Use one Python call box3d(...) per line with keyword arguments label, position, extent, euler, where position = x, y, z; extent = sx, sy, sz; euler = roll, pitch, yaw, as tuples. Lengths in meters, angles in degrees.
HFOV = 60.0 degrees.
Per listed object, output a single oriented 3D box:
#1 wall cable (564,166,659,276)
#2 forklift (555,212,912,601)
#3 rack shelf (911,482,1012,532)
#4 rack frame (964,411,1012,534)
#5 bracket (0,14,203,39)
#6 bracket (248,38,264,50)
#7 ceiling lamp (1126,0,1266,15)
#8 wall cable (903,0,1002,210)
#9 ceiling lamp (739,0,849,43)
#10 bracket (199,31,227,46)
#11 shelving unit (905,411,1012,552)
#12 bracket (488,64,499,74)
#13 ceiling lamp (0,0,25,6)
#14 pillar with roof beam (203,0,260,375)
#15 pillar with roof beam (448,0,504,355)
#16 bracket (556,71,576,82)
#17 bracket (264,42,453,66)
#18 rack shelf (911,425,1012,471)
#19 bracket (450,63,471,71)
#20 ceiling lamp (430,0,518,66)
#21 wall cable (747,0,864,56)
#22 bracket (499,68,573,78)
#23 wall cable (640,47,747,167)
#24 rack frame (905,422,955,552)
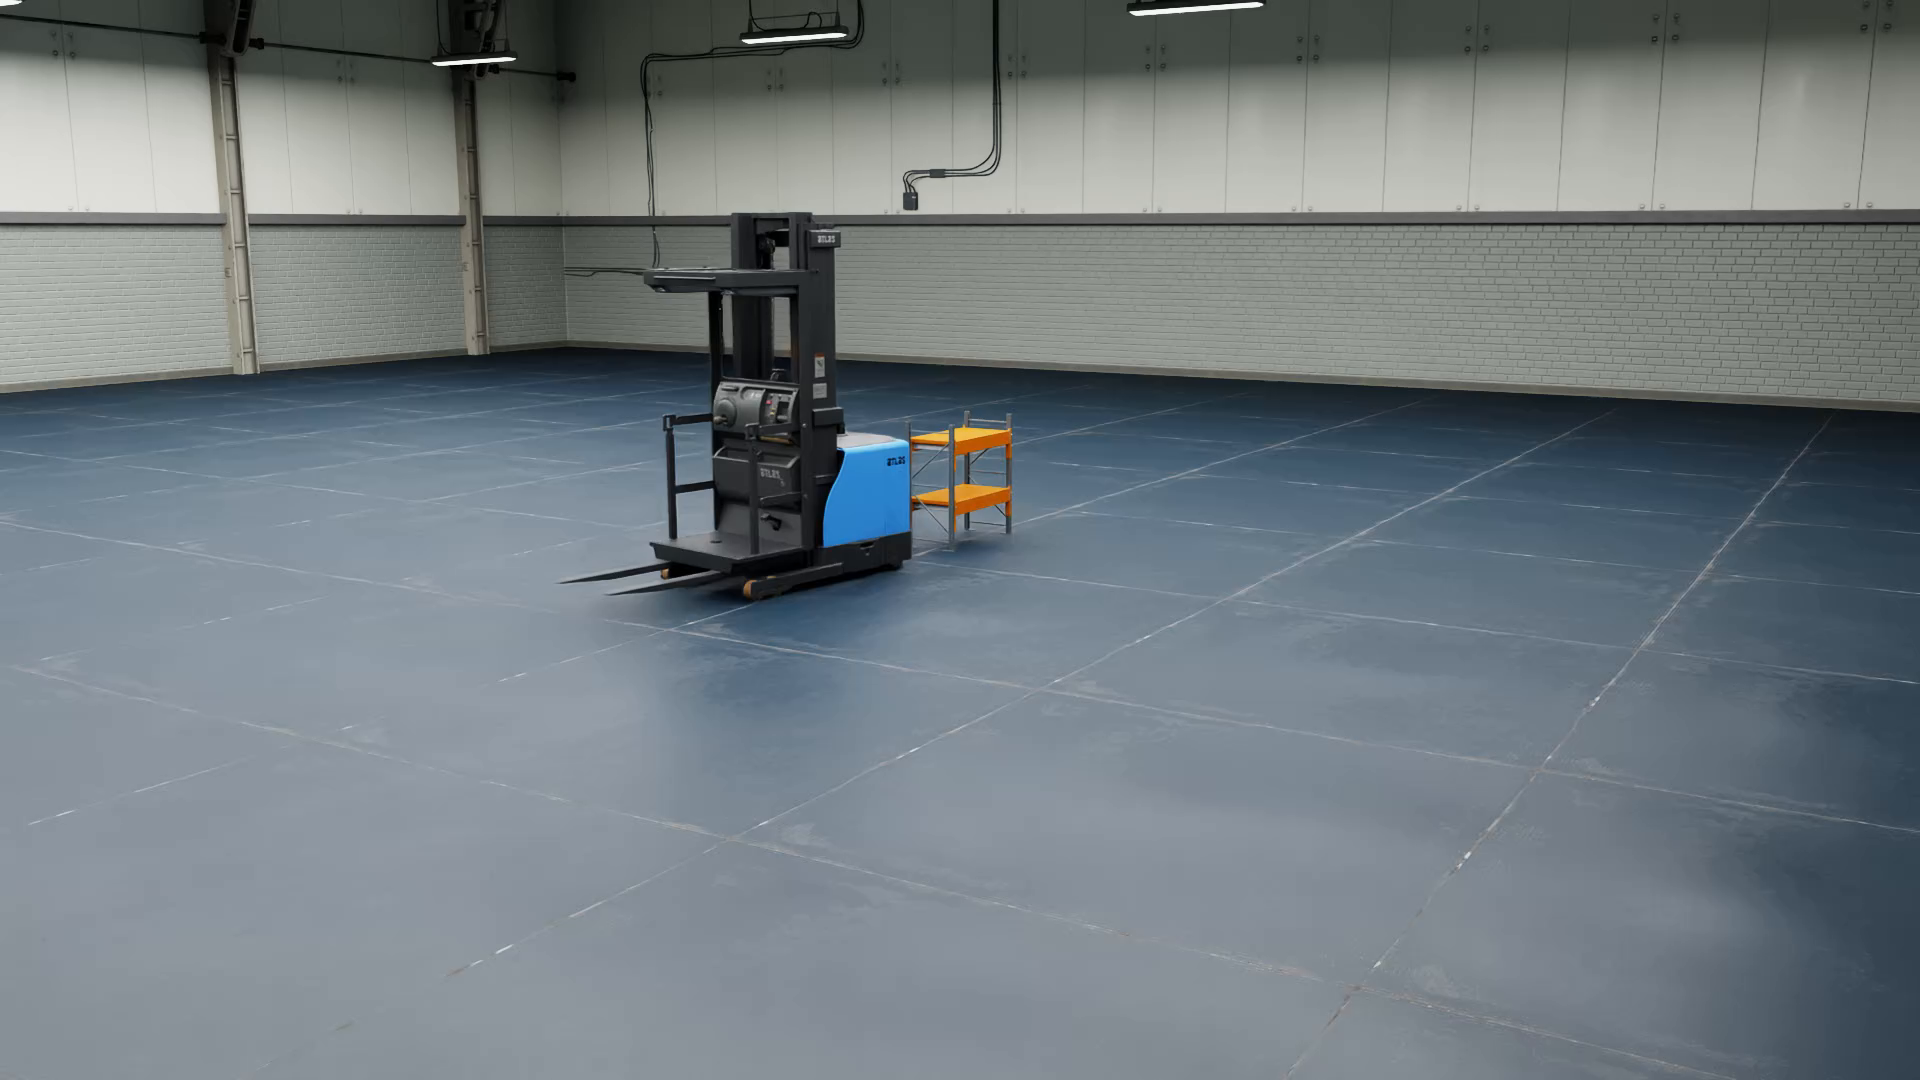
box3d(label="wall cable", position=(-8.292, -7.460, 39.081), extent=(3.097, 2.526, 0.112), euler=(6, 12, 31))
box3d(label="forklift", position=(-1.763, -1.077, 13.039), extent=(1.130, 2.935, 3.031), euler=(9, 14, 41))
box3d(label="rack shelf", position=(-0.004, -0.311, 15.186), extent=(0.538, 0.278, 1.000), euler=(6, 12, 31))
box3d(label="rack frame", position=(0.260, -0.632, 15.568), extent=(0.500, 1.125, 0.032), euler=(6, 12, 31))
box3d(label="bracket", position=(-15.317, -8.970, 28.930), extent=(0.076, 0.066, 4.783), euler=(6, 12, 31))
box3d(label="bracket", position=(-13.548, -9.506, 31.791), extent=(0.235, 0.232, 0.430), euler=(6, 12, 31))
box3d(label="ceiling lamp", position=(3.451, -9.076, 23.414), extent=(2.000, 3.185, 0.800), euler=(6, 12, 31))
box3d(label="wall cable", position=(-0.187, -9.748, 33.625), extent=(2.305, 6.003, 0.169), euler=(6, 12, 31))
box3d(label="ceiling lamp", position=(-2.583, -9.751, 27.017), extent=(2.000, 3.185, 0.800), euler=(6, 12, 31))
box3d(label="bracket", position=(-13.979, -9.376, 31.094), extent=(0.235, 0.232, 0.430), euler=(6, 12, 31))
box3d(label="shelving unit", position=(-0.004, -0.552, 15.141), extent=(0.538, 1.125, 1.048), euler=(6, 12, 31))
box3d(label="bracket", position=(-10.433, -10.450, 36.832), extent=(0.235, 0.232, 0.430), euler=(6, 12, 31))
box3d(label="ceiling lamp", position=(-13.629, -9.024, 23.135), extent=(2.000, 3.185, 0.800), euler=(6, 12, 31))
box3d(label="pillar with roof beam", position=(-10.388, -7.294, 29.758), extent=(9.100, 9.000, 0.548), euler=(6, 12, 31))
box3d(label="pillar with roof beam", position=(-7.273, -8.238, 34.799), extent=(9.100, 9.000, 0.548), euler=(6, 12, 31))
box3d(label="bracket", position=(-9.203, -10.823, 38.823), extent=(0.235, 0.232, 0.430), euler=(6, 12, 31))
box3d(label="bracket", position=(-12.202, -9.914, 33.970), extent=(0.076, 0.066, 4.783), euler=(6, 12, 31))
box3d(label="rack shelf", position=(-0.004, -0.840, 15.087), extent=(0.538, 0.278, 1.000), euler=(6, 12, 31))
box3d(label="bracket", position=(-10.864, -10.319, 36.134), extent=(0.235, 0.232, 0.430), euler=(6, 12, 31))
box3d(label="ceiling lamp", position=(-8.899, -10.457, 30.788), extent=(2.000, 3.185, 0.800), euler=(6, 12, 31))
box3d(label="wall cable", position=(-3.335, -11.624, 35.238), extent=(3.097, 2.526, 0.112), euler=(6, 12, 31))
box3d(label="bracket", position=(-9.509, -10.730, 38.326), extent=(0.076, 0.066, 3.189), euler=(6, 12, 31))
box3d(label="wall cable", position=(-5.980, -9.684, 37.236), extent=(3.097, 2.526, 0.112), euler=(6, 12, 31))
box3d(label="rack frame", position=(-0.267, -0.472, 14.714), extent=(0.500, 1.125, 0.032), euler=(6, 12, 31))
